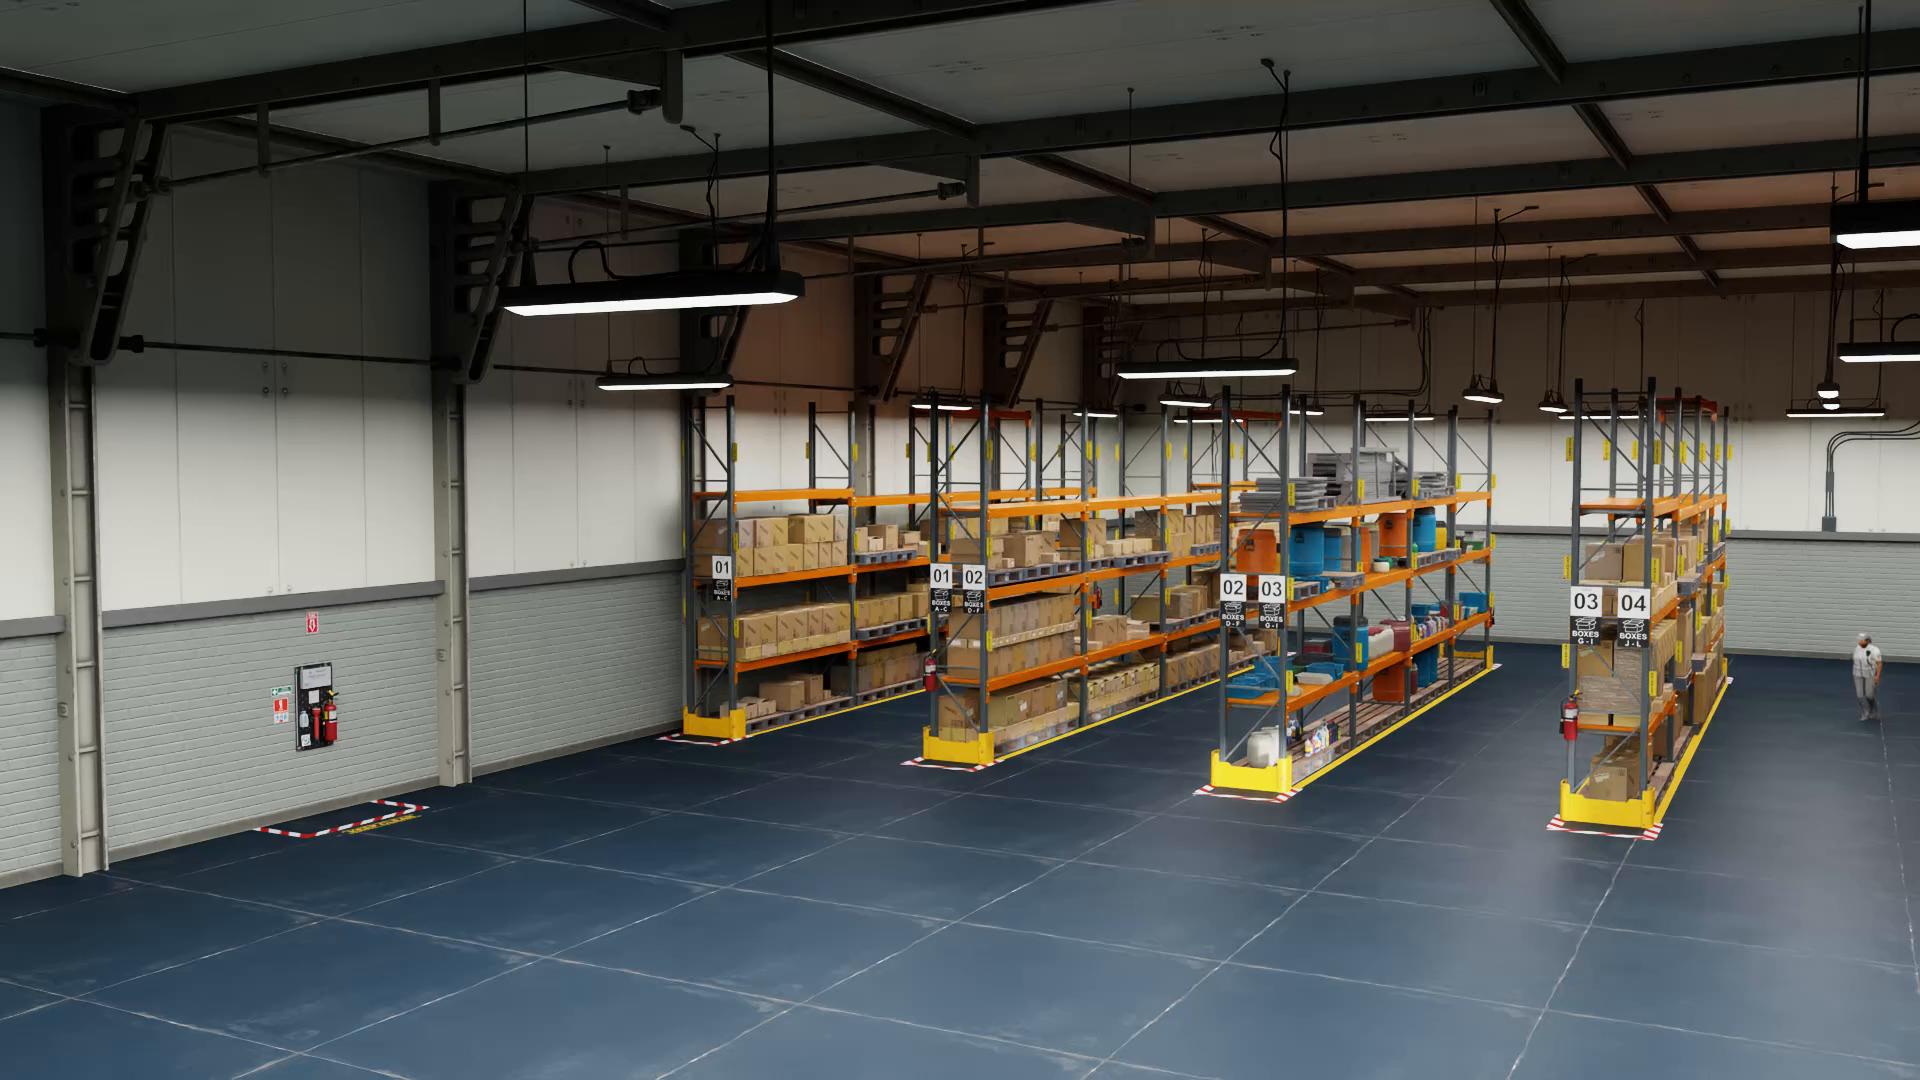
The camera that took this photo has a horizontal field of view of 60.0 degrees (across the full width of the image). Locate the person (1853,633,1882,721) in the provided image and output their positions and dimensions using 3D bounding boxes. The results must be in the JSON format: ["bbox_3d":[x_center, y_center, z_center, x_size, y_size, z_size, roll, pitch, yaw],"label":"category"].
[{"bbox_3d":[16.921,2.553,31.031,0.467,1.655,0.526,-3,4,-42],"label":"person"}]
